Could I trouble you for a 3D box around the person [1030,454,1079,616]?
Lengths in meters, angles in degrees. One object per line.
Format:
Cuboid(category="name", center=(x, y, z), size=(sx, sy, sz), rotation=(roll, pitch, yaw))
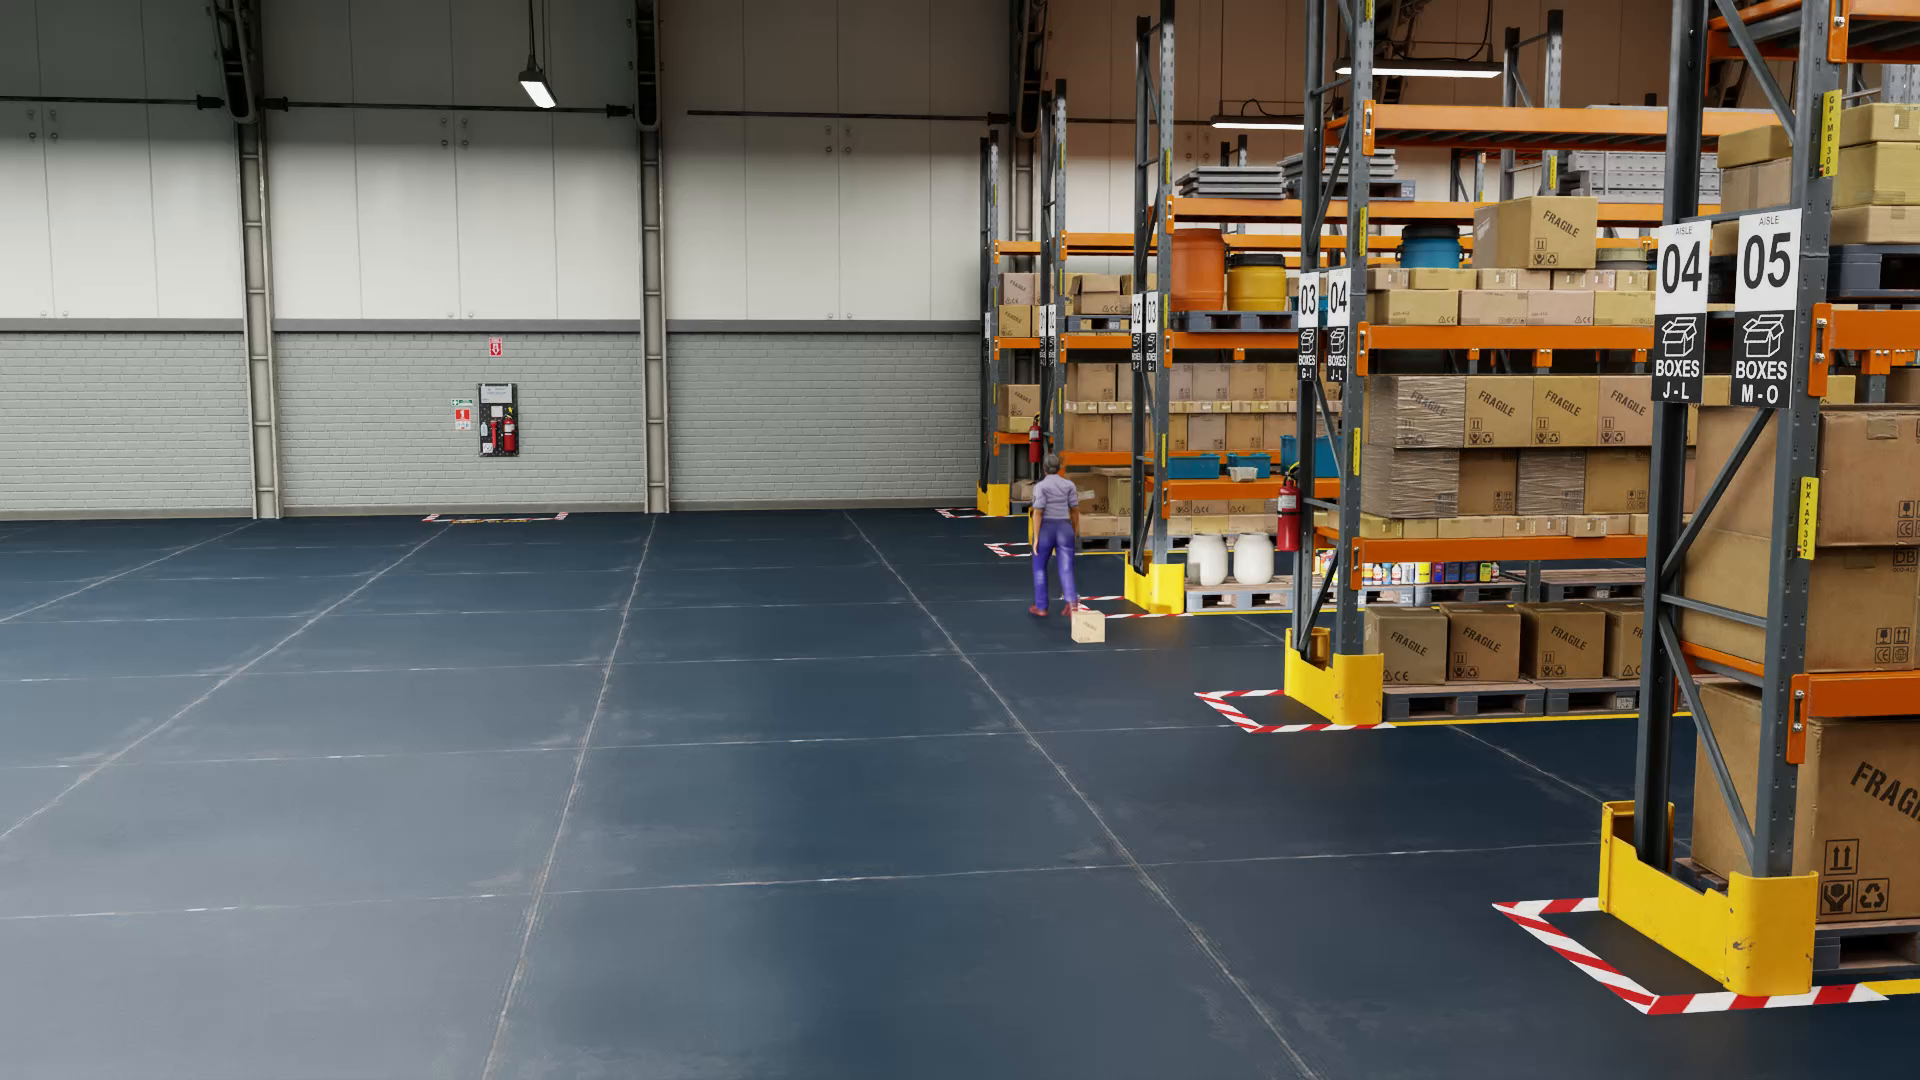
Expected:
Cuboid(category="person", center=(0.939, -0.022, 16.154), size=(0.489, 1.589, 0.957), rotation=(-1, 7, -12))
